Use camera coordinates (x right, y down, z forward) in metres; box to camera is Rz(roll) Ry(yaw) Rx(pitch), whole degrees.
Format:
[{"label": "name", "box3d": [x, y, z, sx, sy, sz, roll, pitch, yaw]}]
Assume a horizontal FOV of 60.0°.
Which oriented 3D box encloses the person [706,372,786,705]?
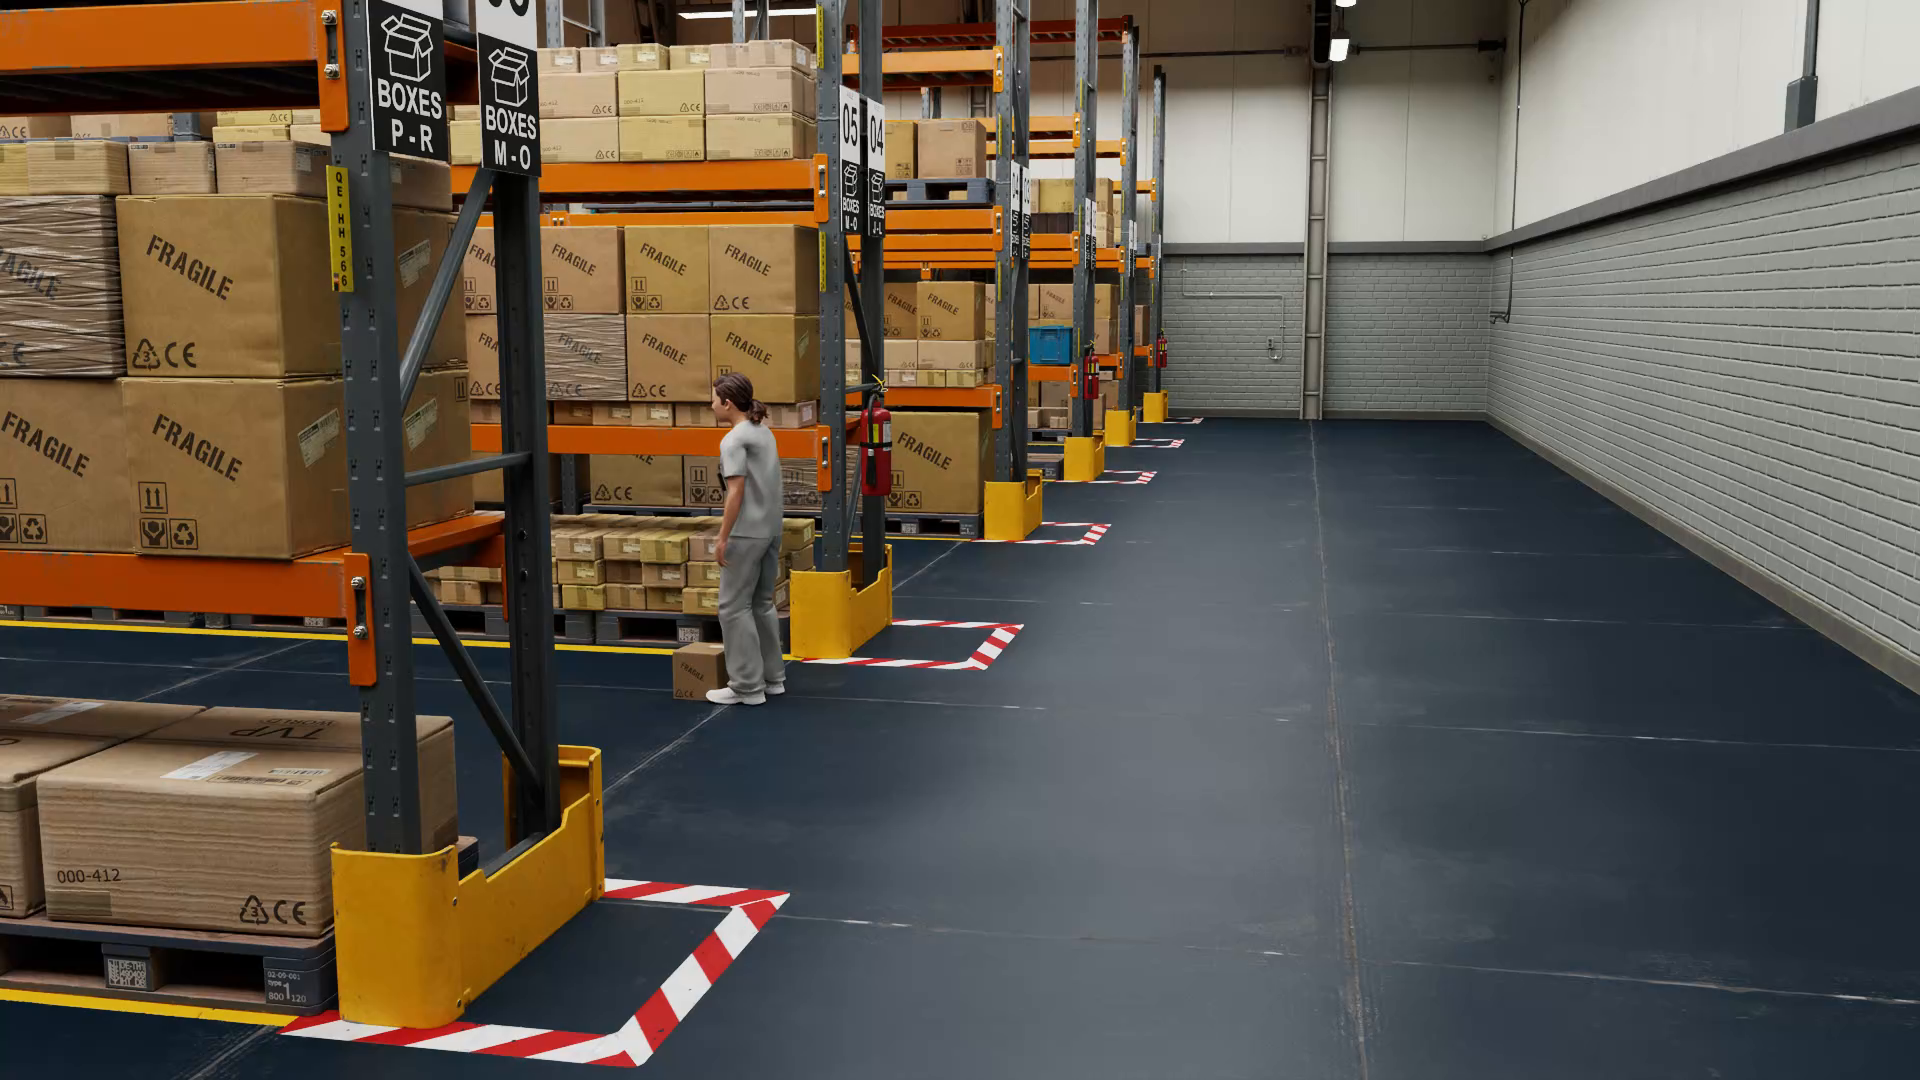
[{"label": "person", "box3d": [-1.082, -0.013, 8.412, 0.361, 1.673, 0.511, 3, 8, 17]}]
